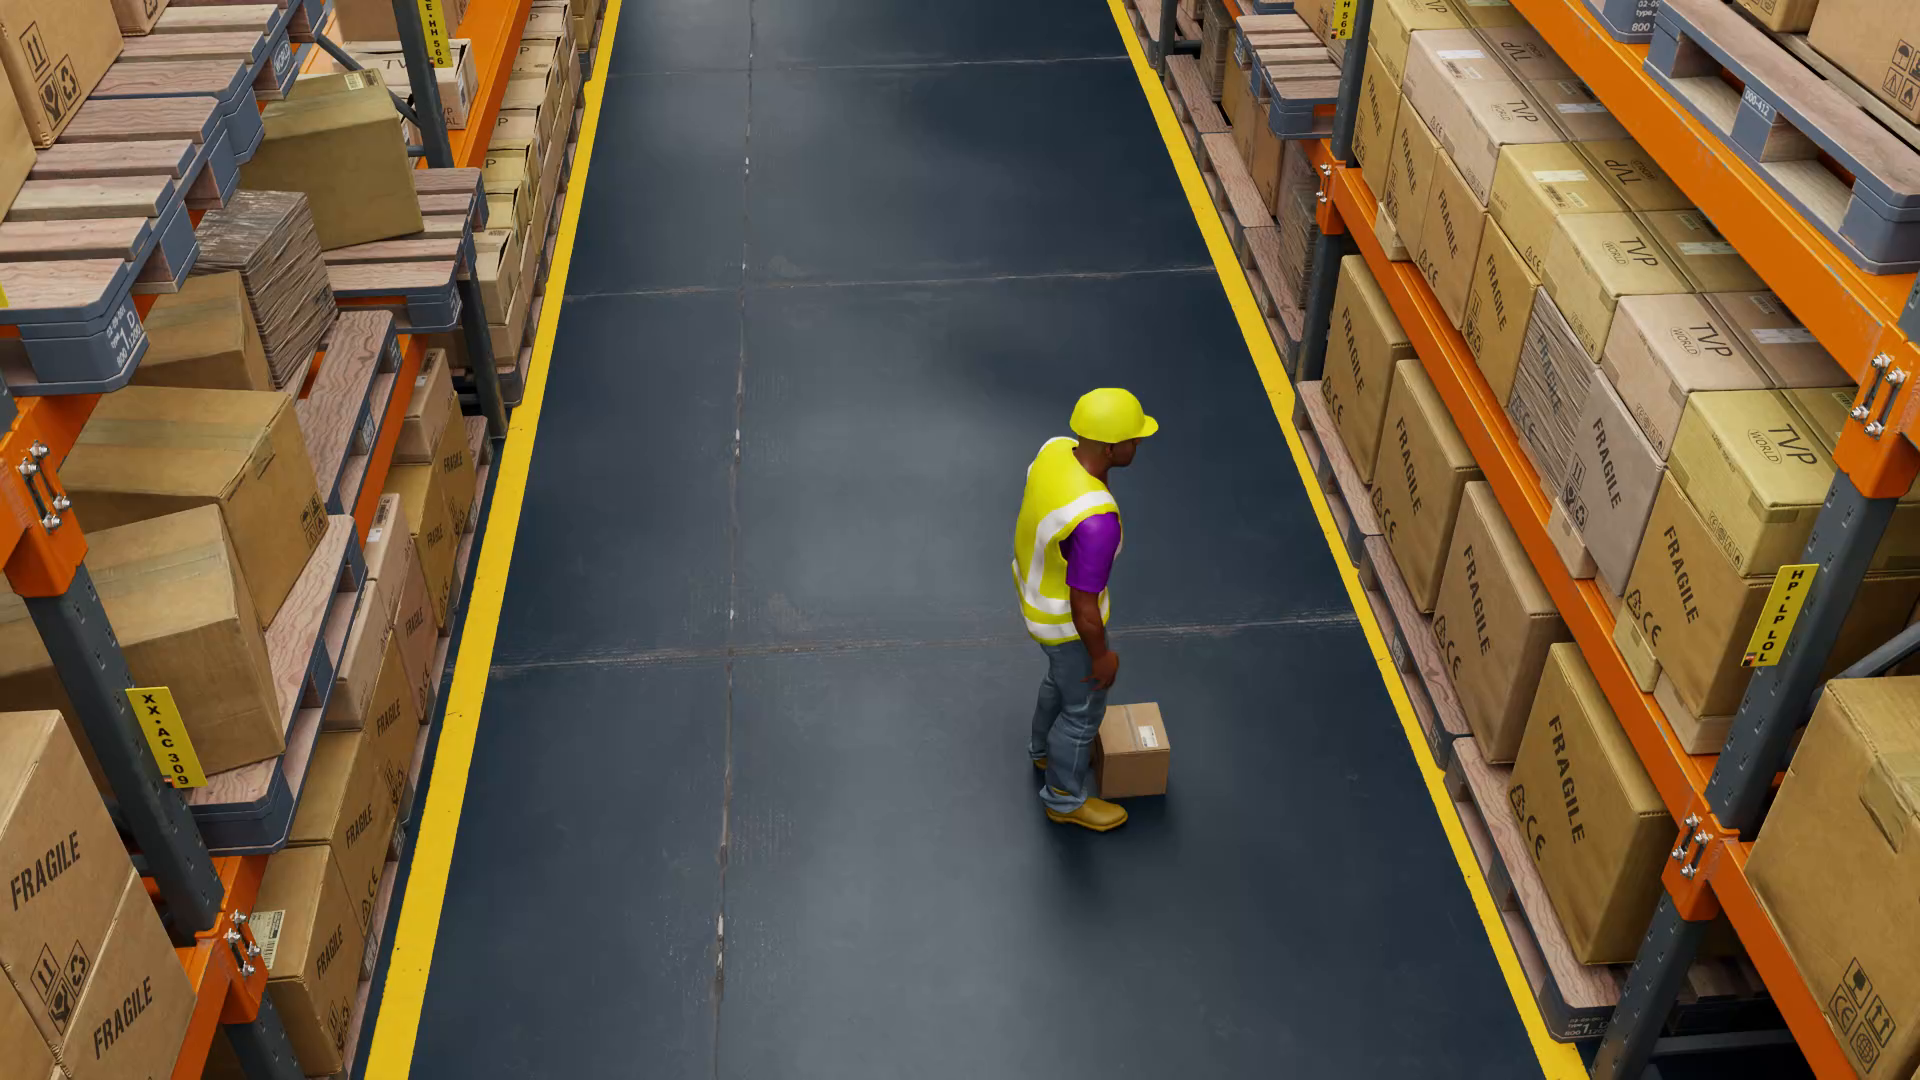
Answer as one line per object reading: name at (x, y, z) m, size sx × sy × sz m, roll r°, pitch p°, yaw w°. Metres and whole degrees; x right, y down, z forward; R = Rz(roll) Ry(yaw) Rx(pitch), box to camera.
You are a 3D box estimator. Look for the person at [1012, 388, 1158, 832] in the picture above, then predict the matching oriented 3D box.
person at (0.422, 0.229, 5.857) m, size 0.459 × 1.760 × 0.634 m, roll -5°, pitch 39°, yaw -7°
